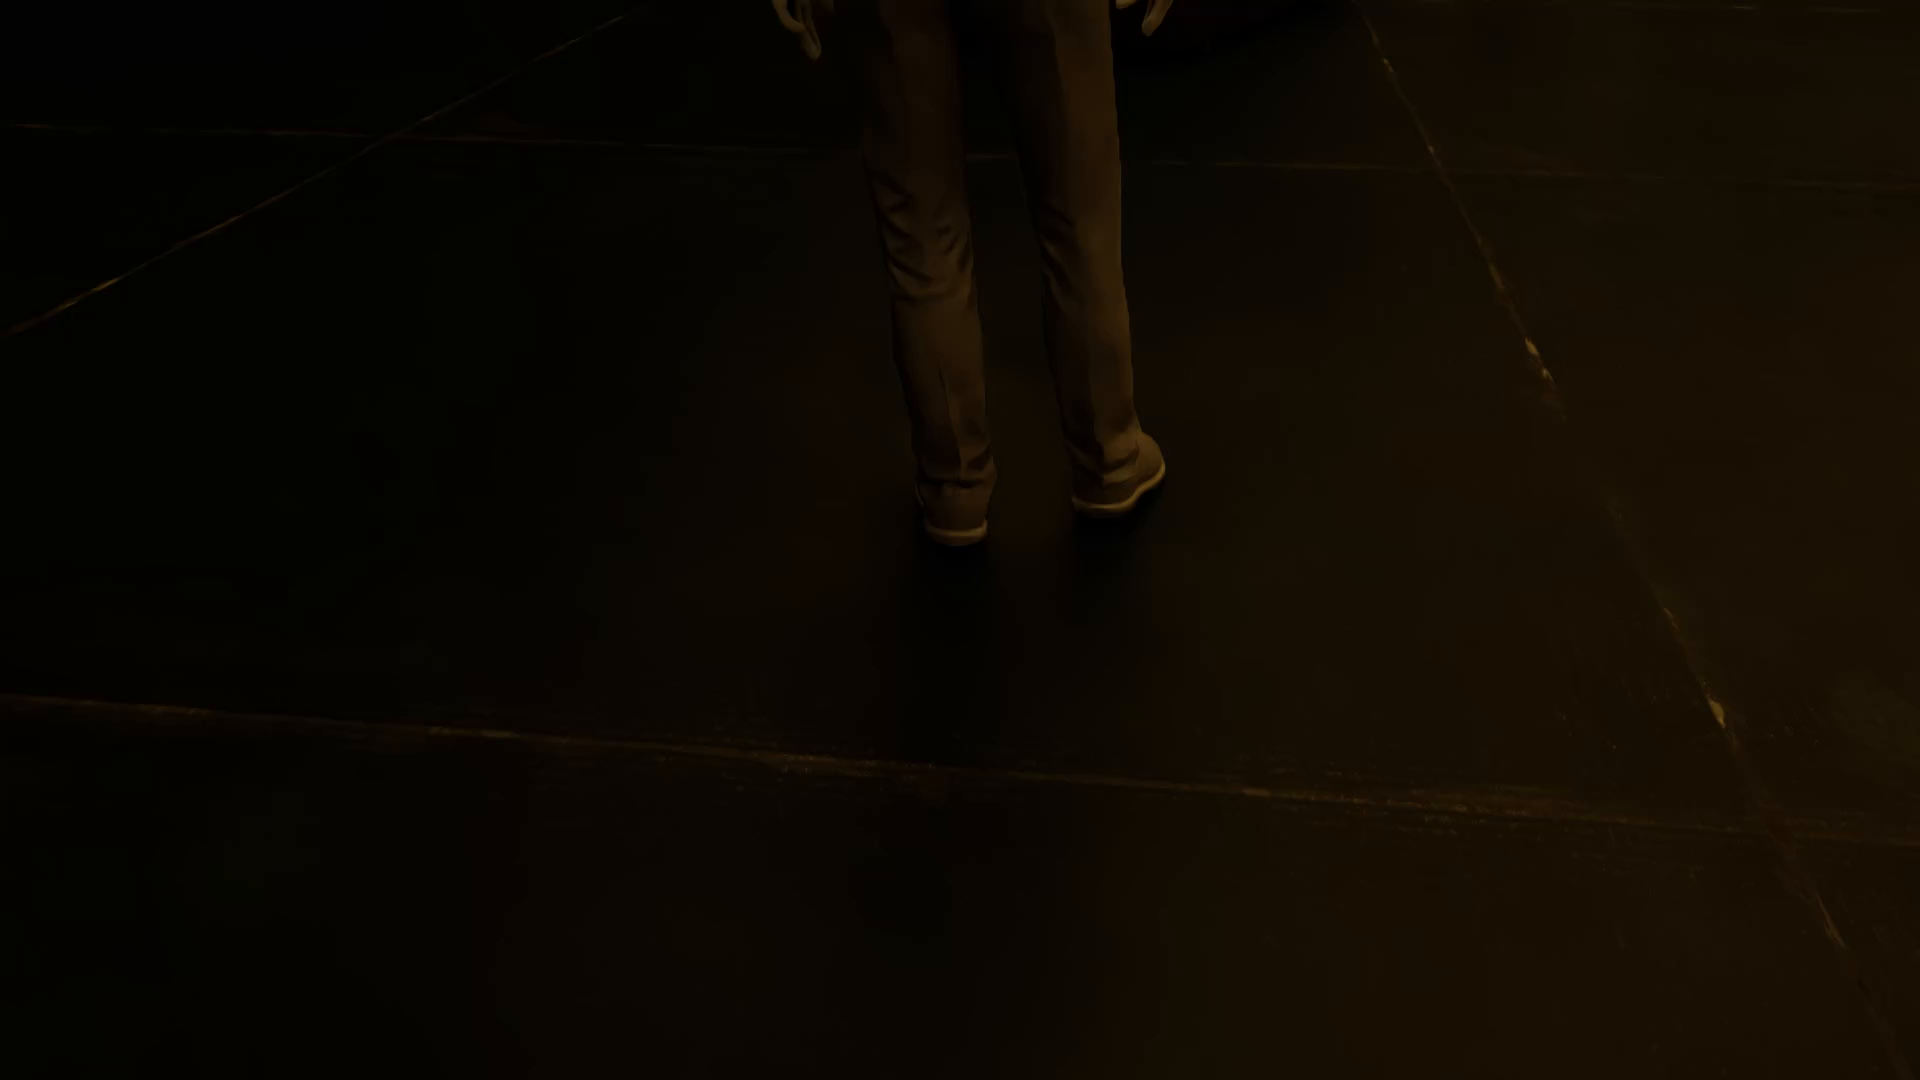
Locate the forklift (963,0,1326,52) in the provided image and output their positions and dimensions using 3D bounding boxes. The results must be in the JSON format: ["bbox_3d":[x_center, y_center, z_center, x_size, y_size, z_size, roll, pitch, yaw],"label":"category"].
[{"bbox_3d":[1.014,-3.645,6.523,1.130,2.935,3.031,13,29,24],"label":"forklift"}]

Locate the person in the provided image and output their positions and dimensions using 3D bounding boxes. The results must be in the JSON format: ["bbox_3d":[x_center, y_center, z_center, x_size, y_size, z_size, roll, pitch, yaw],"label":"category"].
[{"bbox_3d":[0.016,-0.795,2.178,0.586,1.695,0.533,3,27,7],"label":"person"}]
